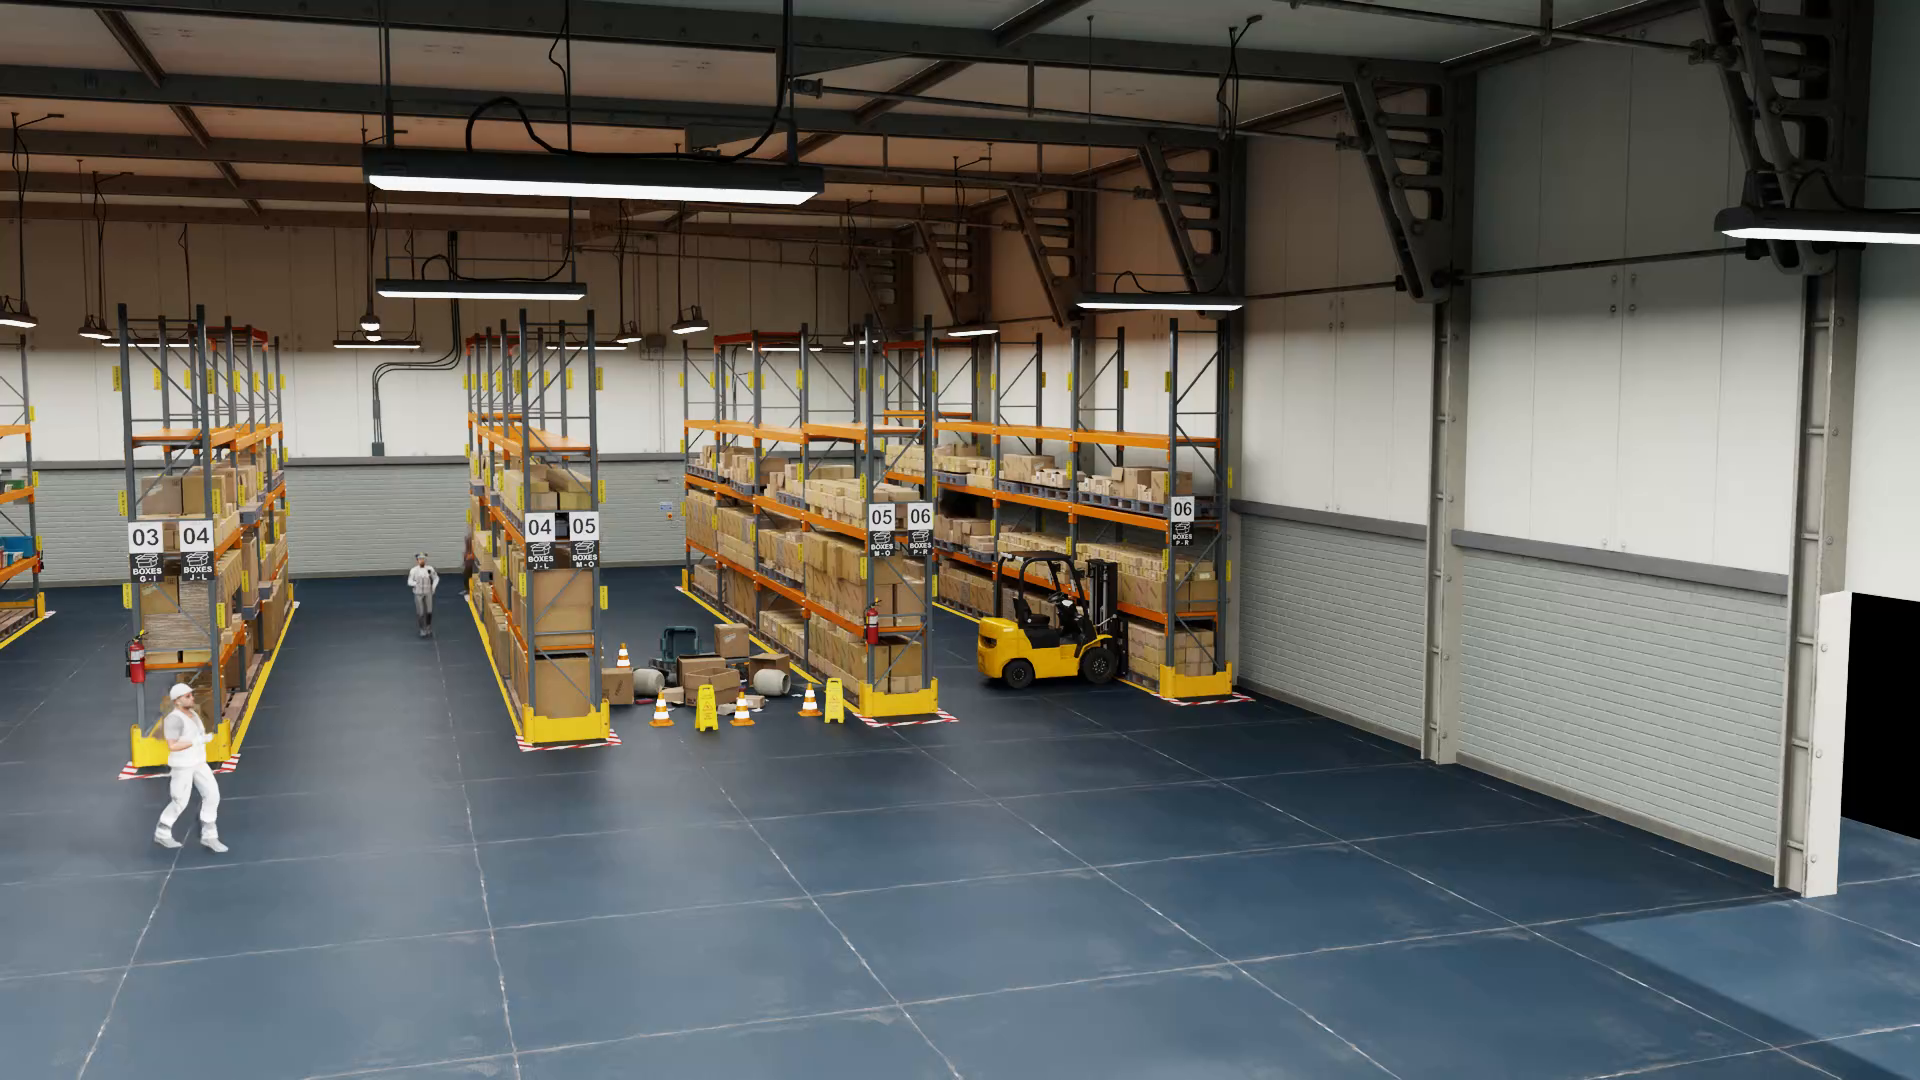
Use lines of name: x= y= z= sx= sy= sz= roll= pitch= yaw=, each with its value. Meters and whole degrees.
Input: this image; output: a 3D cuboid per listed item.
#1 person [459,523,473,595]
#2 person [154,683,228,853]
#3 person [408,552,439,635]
person: x=-11.489 y=0.425 z=39.323 sx=0.669 sy=1.759 sz=0.747 roll=-4 pitch=7 yaw=-37
person: x=-8.199 y=2.426 z=17.636 sx=0.765 sy=1.832 sz=0.632 roll=1 pitch=6 yaw=10
person: x=-10.534 y=1.065 z=32.683 sx=0.600 sy=1.662 sz=0.570 roll=-2 pitch=6 yaw=-20
